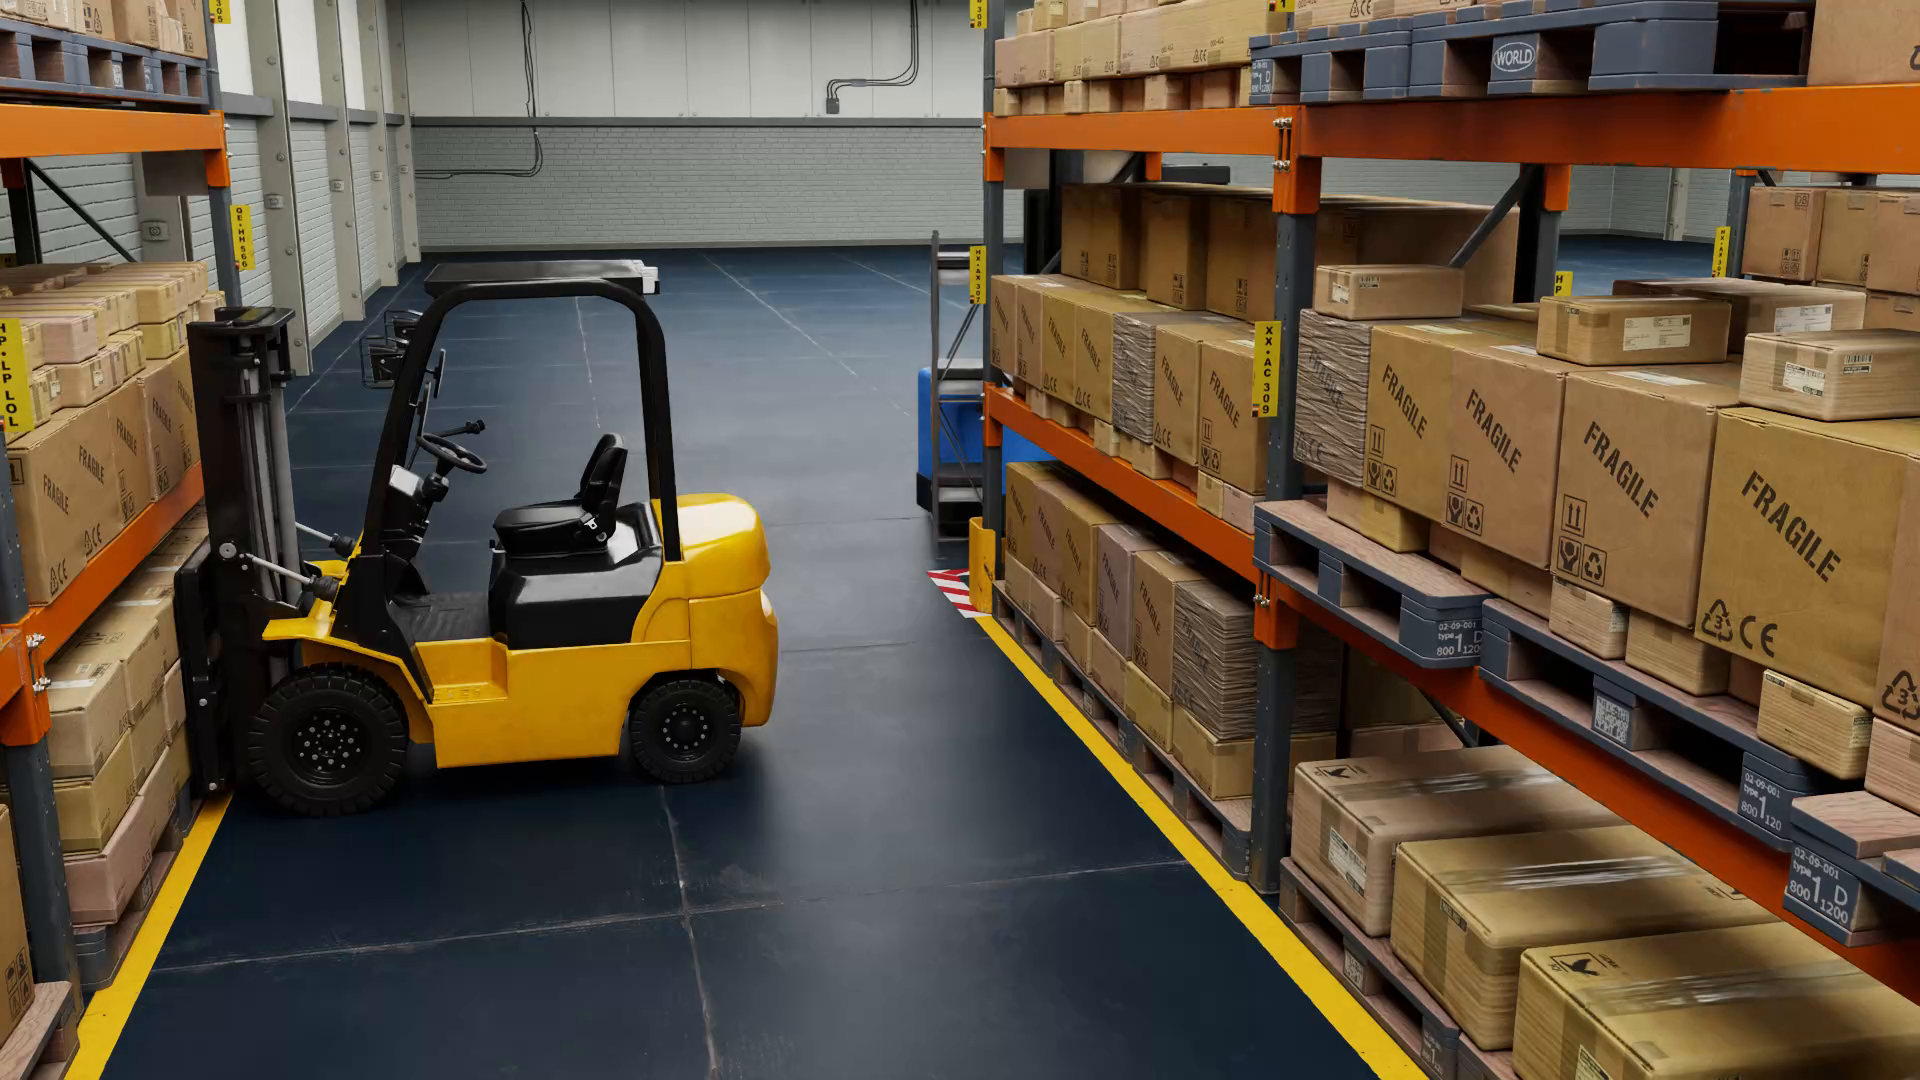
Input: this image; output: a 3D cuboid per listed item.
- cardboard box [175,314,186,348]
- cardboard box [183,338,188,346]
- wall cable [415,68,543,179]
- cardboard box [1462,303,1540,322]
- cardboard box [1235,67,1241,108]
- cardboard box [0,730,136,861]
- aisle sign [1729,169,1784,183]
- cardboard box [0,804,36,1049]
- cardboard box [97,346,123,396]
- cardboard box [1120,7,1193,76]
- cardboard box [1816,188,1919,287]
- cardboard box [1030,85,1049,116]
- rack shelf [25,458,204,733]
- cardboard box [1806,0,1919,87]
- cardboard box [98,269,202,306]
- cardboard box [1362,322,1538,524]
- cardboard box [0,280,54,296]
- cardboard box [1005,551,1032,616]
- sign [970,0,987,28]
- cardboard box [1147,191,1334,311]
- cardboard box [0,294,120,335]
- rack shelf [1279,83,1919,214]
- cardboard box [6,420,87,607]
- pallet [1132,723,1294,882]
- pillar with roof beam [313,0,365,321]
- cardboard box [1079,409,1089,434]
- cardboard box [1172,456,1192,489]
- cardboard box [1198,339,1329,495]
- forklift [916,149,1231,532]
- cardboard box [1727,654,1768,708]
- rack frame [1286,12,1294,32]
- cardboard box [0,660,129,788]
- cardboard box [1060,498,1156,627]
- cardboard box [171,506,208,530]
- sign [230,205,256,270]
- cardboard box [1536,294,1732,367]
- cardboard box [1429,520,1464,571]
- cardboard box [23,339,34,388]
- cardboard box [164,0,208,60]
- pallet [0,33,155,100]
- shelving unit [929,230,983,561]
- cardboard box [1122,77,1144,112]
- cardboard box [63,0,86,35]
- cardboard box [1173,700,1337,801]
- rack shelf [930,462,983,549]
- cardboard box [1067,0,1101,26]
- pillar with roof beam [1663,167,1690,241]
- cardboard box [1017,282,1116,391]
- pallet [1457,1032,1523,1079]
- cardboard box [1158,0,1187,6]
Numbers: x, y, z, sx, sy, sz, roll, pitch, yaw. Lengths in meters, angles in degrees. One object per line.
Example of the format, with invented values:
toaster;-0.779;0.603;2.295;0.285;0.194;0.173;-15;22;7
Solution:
cardboard box;-3.592;-0.899;7.211;0.380;0.149;0.250;-4;14;-15
cardboard box;-3.708;-0.667;7.626;0.500;0.500;0.500;-3;14;-11
wall cable;-11.357;-9.707;38.739;3.097;2.526;0.112;-3;14;-13
cardboard box;1.903;-0.496;5.413;0.500;0.500;0.500;-4;14;-14
cardboard box;1.227;-1.646;6.054;0.380;0.149;0.250;-3;14;-13
cardboard box;-3.066;0.845;5.502;0.500;0.250;0.500;-3;14;-13
aisle sign;5.112;-2.677;10.585;0.394;0.787;0.004;-3;14;-13
cardboard box;-3.119;1.155;4.500;0.875;0.625;0.625;-3;14;-11
cardboard box;-3.268;-0.606;6.012;0.380;0.149;0.250;-3;14;-14
cardboard box;0.981;-2.043;6.837;0.500;0.250;0.500;-4;14;-14
cardboard box;5.688;-1.802;9.892;0.875;0.550;0.550;-3;14;-13
cardboard box;0.572;-2.237;8.472;0.380;0.149;0.250;-3;14;-12
rack shelf;-3.722;-0.027;6.732;1.077;0.370;4.000;-3;14;-13
cardboard box;2.125;-1.127;3.182;0.797;0.503;0.637;-3;14;-13
cardboard box;-3.727;-1.161;7.654;0.380;0.149;0.250;-3;14;-12
cardboard box;1.521;-0.350;4.816;0.500;0.500;0.500;-3;14;-13
cardboard box;-4.086;-1.017;7.064;0.380;0.149;0.250;-3;14;-11
cardboard box;0.553;0.218;9.122;0.500;0.250;0.500;-3;14;-14
sign;0.105;-2.966;9.087;0.100;0.325;0.005;-3;14;-13
cardboard box;1.278;-1.336;7.632;0.700;0.500;0.500;-3;14;-14
cardboard box;-3.494;-0.862;6.432;0.380;0.149;0.250;-3;14;-13
rack shelf;2.041;-0.839;3.735;1.077;0.370;4.000;-3;14;-13
cardboard box;-3.103;-0.080;5.224;0.500;0.500;0.500;-4;14;-15
pallet;1.379;1.009;6.851;1.003;0.211;1.213;-3;14;-13
pillar with roof beam;-4.947;-7.933;24.938;9.100;9.000;0.400;-3;14;-13
cardboard box;0.796;-0.603;8.106;0.380;0.149;0.250;-3;14;-11
cardboard box;1.104;-0.307;6.894;0.380;0.149;0.250;-3;14;-14
cardboard box;1.225;-0.474;6.209;0.500;0.500;0.500;-4;14;-15
forklift;1.255;-1.638;11.956;3.031;2.935;1.130;-5;15;-19
cardboard box;1.903;0.286;3.579;0.380;0.149;0.250;-3;14;-13
rack frame;1.572;-3.107;5.182;1.000;3.000;0.127;-3;14;-13
cardboard box;-3.061;0.602;5.444;0.500;0.250;0.500;-4;14;-14
cardboard box;0.796;0.096;8.043;0.500;0.500;0.500;-3;14;-12
cardboard box;-3.655;0.015;7.848;0.500;0.250;0.500;-3;14;-12
sign;-3.661;-1.542;8.480;0.100;0.325;0.005;-3;14;-13
cardboard box;1.693;-0.531;4.193;0.380;0.149;0.250;-2;14;-10
cardboard box;1.585;-0.010;4.792;0.380;0.149;0.250;-2;14;-10
cardboard box;-3.039;-0.513;5.002;0.380;0.149;0.250;-3;14;-12
cardboard box;-3.851;-2.507;7.743;0.500;0.500;0.500;-3;14;-11
pallet;-3.761;-1.805;6.361;1.003;0.211;1.213;-3;14;-13
shelving unit;0.023;-0.945;10.869;0.431;2.100;0.503;0;14;0
cardboard box;0.931;-1.945;7.277;0.380;0.149;0.250;-3;14;-14
cardboard box;-3.306;-1.918;5.827;0.396;0.266;0.258;-4;14;-15
cardboard box;1.171;0.818;6.667;0.500;0.250;0.500;-3;14;-11
rack shelf;0.023;-0.252;11.039;0.431;0.518;0.480;0;14;0
cardboard box;0.710;-2.447;7.652;0.380;0.149;0.250;-3;14;-12
pillar with roof beam;14.484;-11.978;41.492;9.100;9.000;0.548;-3;14;-13
cardboard box;0.598;-1.064;8.625;0.500;0.500;0.500;-3;14;-11
pallet;2.046;1.624;4.336;1.003;0.211;1.213;-3;14;-13
cardboard box;0.987;-2.149;6.432;0.380;0.149;0.250;-3;14;-12
